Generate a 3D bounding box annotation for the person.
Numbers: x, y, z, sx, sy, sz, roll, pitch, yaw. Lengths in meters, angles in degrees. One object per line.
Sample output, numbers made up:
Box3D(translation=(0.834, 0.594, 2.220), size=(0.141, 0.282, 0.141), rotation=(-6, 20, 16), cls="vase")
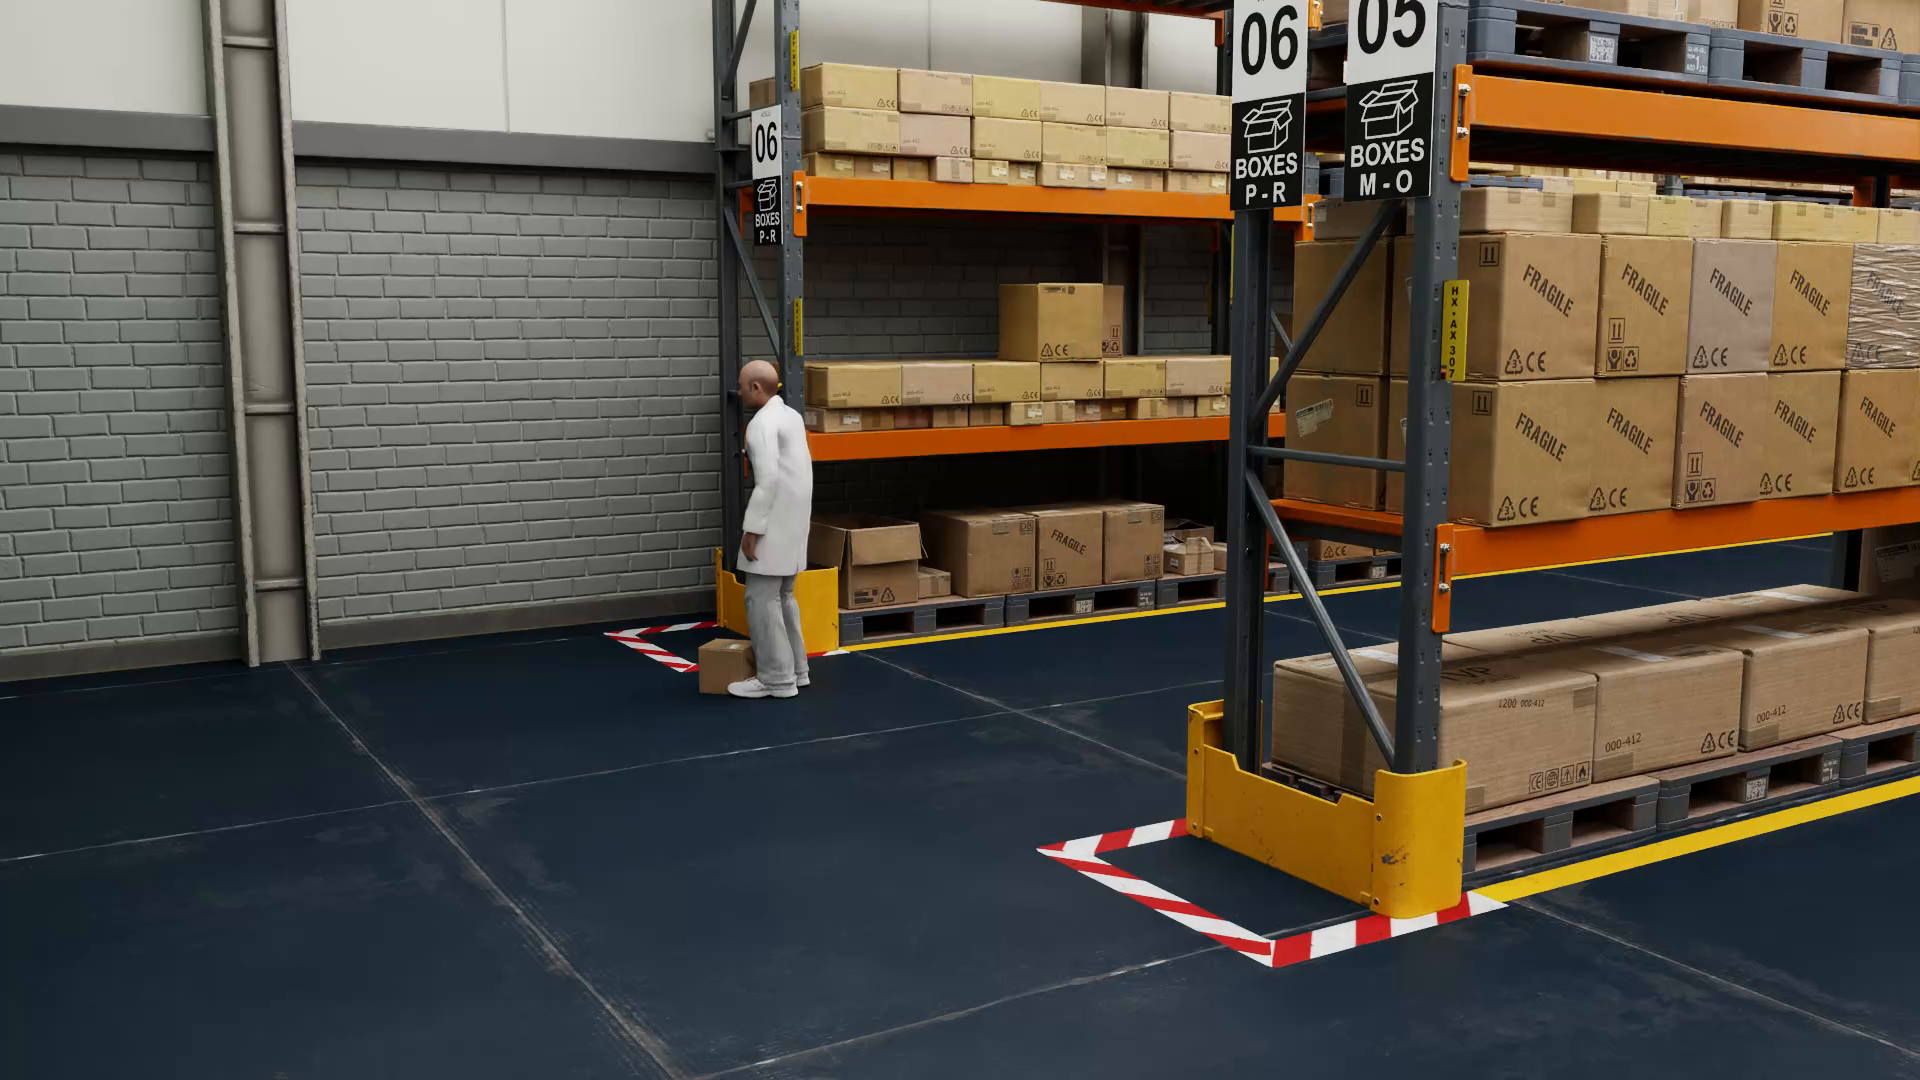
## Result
Box3D(translation=(-1.001, -0.064, 8.833), size=(0.427, 1.773, 0.642), rotation=(2, 8, 13), cls="person")
